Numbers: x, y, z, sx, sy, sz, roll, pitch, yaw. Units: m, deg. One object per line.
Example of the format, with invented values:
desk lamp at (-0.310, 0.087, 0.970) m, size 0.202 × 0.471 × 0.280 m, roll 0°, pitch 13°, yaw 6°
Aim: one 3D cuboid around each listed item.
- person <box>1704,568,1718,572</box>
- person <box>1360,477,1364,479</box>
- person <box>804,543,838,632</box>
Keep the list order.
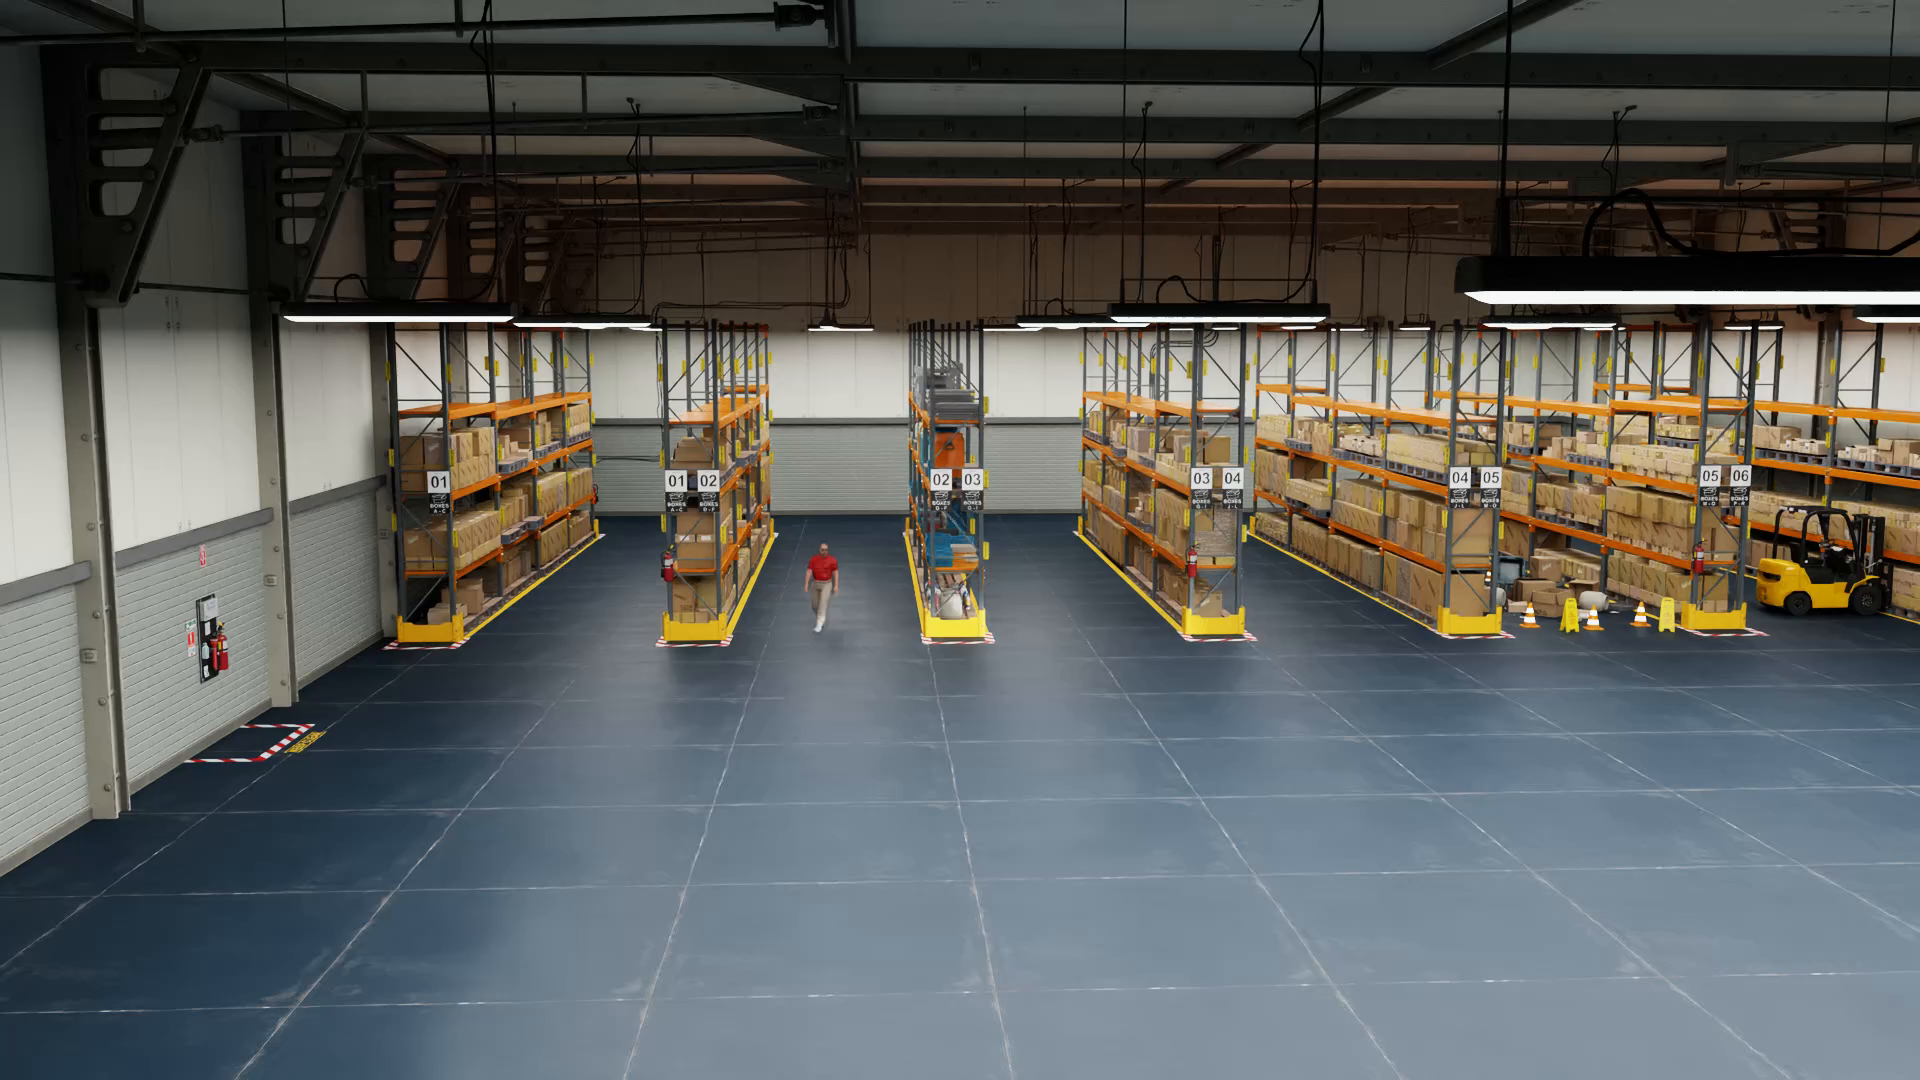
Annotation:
person at (16.614, 0.414, 36.581) m, size 0.537 × 1.619 × 0.687 m, roll -2°, pitch 7°, yaw -17°
person at (11.153, -0.852, 46.168) m, size 0.616 × 1.767 × 0.467 m, roll -5°, pitch 9°, yaw -38°
person at (-2.692, 0.894, 32.360) m, size 0.618 × 1.684 × 0.961 m, roll 1°, pitch 7°, yaw 6°
